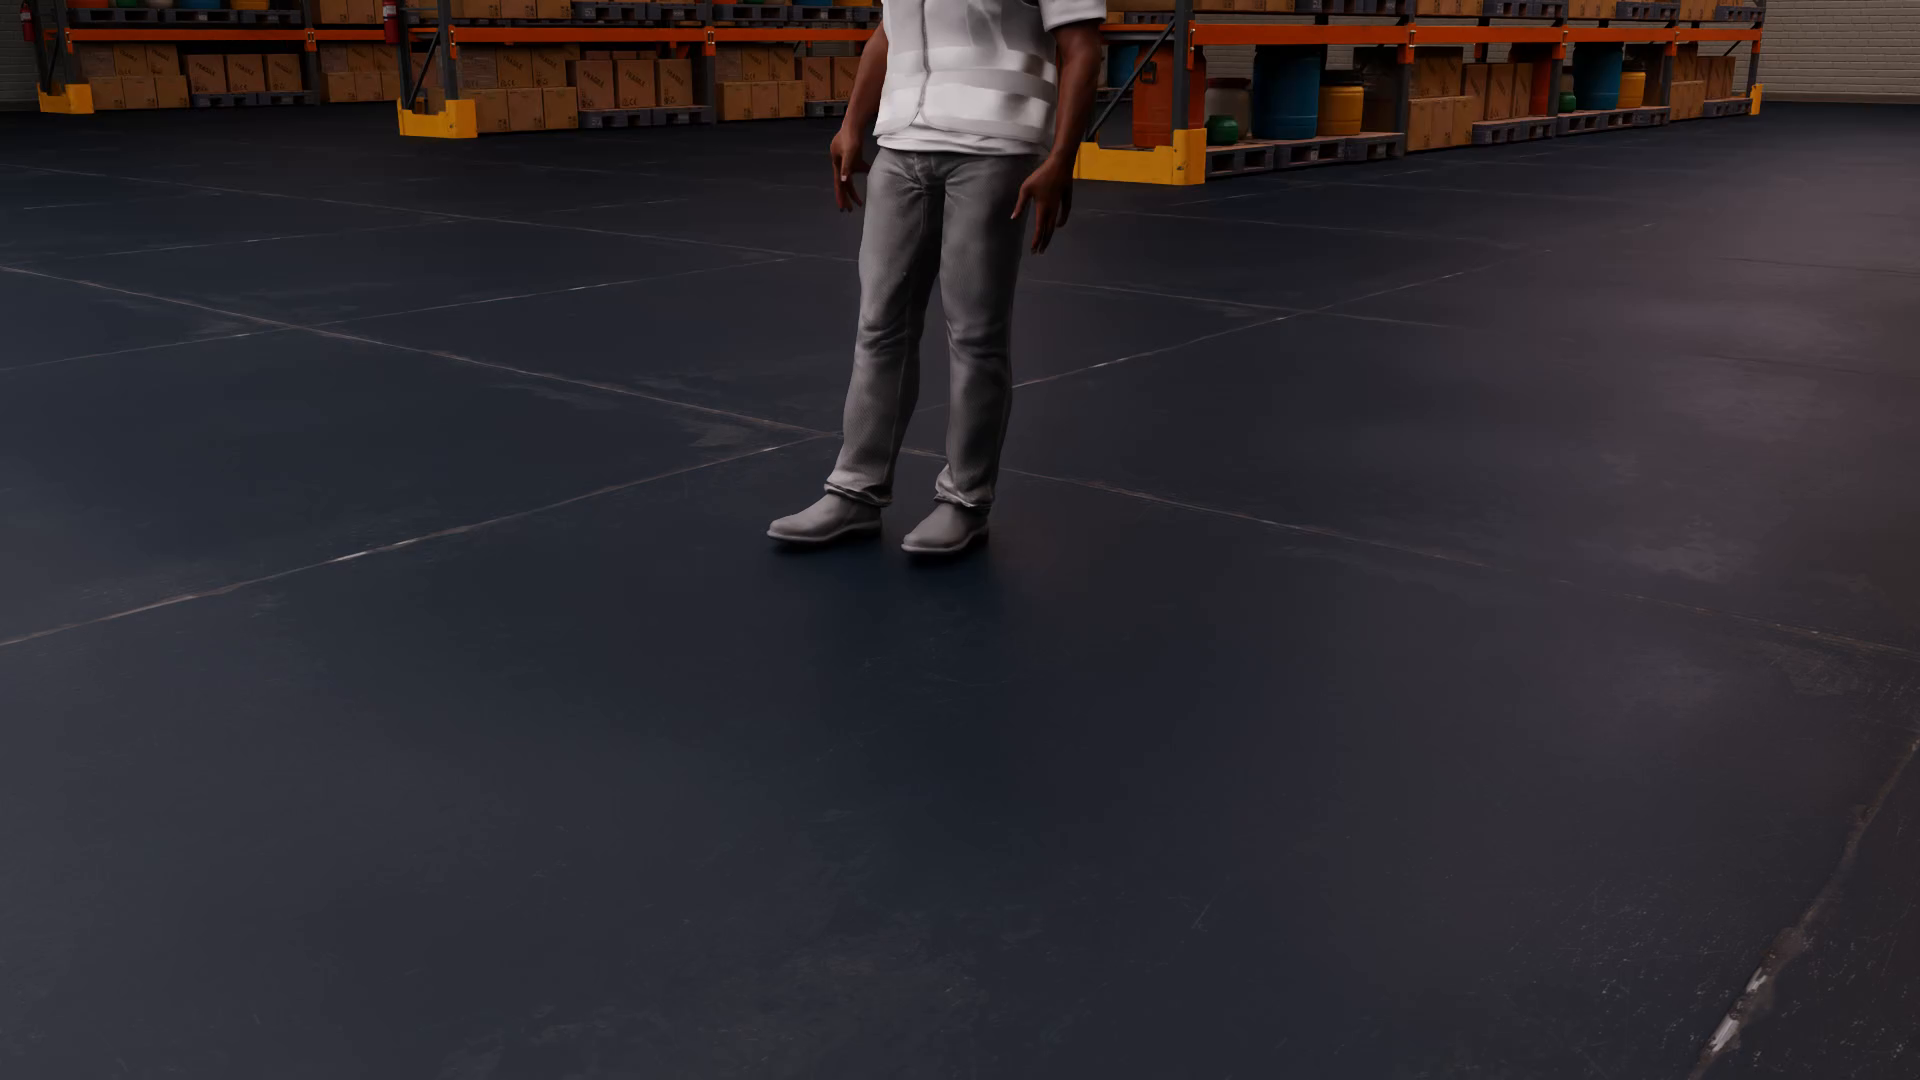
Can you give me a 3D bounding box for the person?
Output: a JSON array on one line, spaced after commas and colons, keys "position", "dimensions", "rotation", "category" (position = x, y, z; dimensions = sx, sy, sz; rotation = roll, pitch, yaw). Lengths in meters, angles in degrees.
[{"position": [-0.049, -0.838, 3.636], "dimensions": [0.665, 1.765, 0.577], "rotation": [13, 21, 37], "category": "person"}]
